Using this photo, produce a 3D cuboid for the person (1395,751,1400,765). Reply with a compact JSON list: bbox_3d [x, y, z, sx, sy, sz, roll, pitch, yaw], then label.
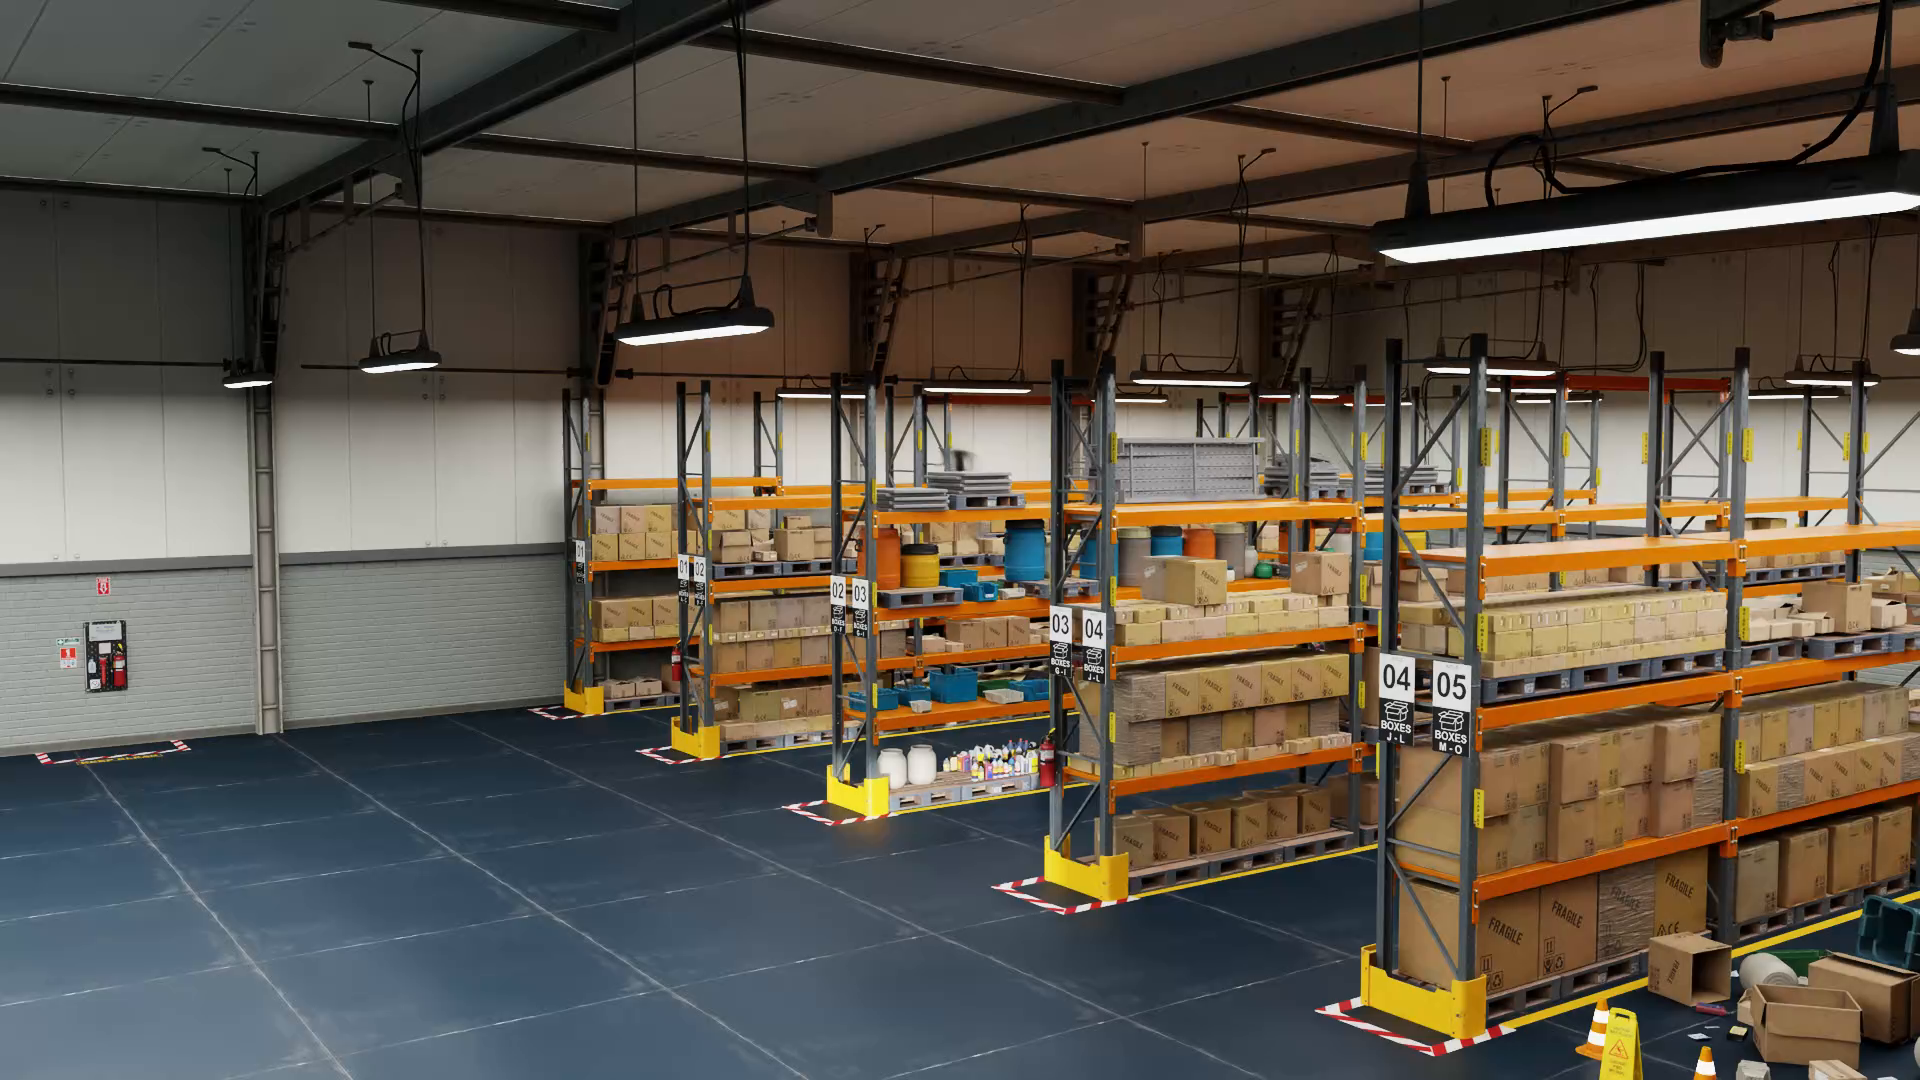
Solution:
[{"bbox_3d":[6.377,2.729,24.347,0.852,1.838,0.647,-2,4,-32],"label":"person"}]
